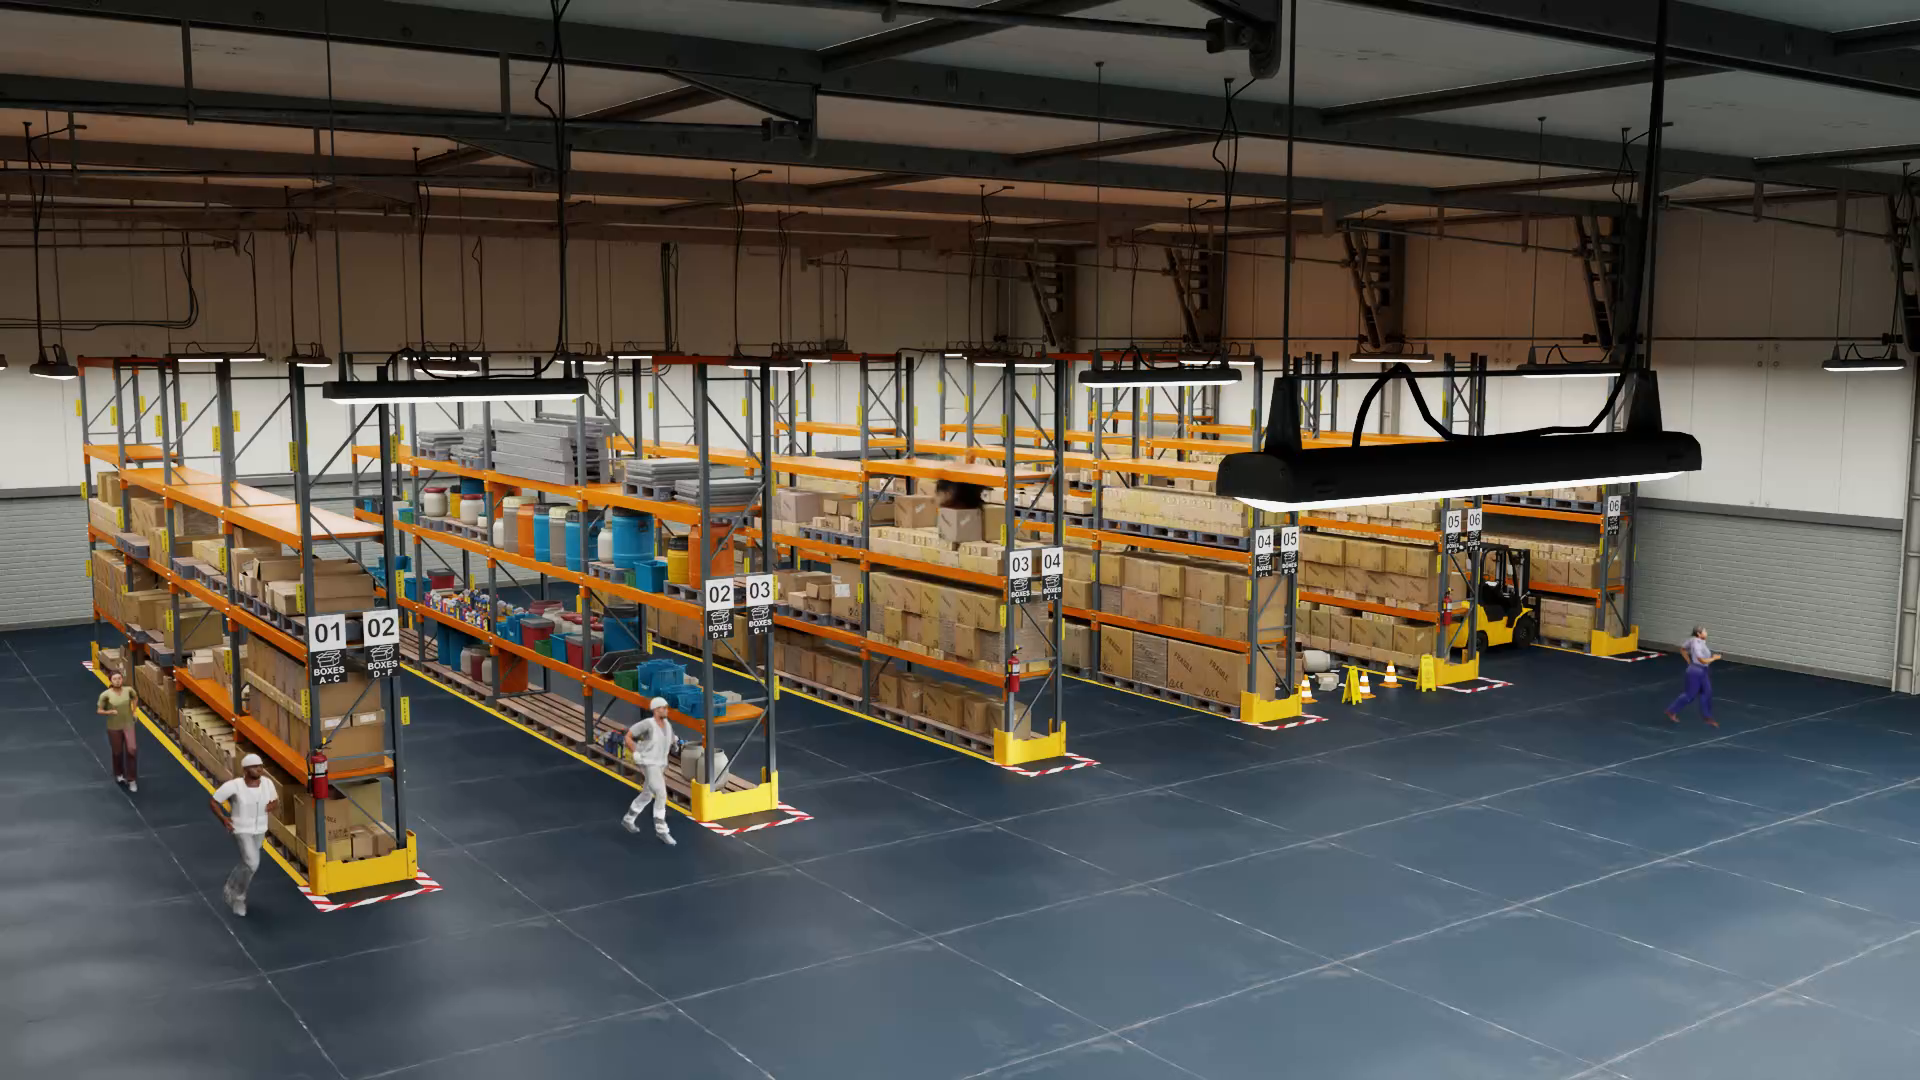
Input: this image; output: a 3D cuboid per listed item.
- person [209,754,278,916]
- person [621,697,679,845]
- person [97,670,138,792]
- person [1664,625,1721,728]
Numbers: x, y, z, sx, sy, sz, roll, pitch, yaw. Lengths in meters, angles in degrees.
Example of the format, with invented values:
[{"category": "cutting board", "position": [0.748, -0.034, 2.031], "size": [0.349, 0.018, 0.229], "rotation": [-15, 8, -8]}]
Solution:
[{"category": "person", "position": [-7.921, 3.250, 18.534], "size": [0.686, 1.776, 0.675], "rotation": [4, 8, 31]}, {"category": "person", "position": [-3.884, 2.892, 21.162], "size": [0.888, 1.799, 0.673], "rotation": [3, 7, 22]}, {"category": "person", "position": [-11.832, 2.676, 23.418], "size": [0.559, 1.725, 0.738], "rotation": [-5, 8, -34]}, {"category": "person", "position": [12.007, 2.222, 27.176], "size": [0.866, 1.695, 0.591], "rotation": [3, 7, 22]}]
